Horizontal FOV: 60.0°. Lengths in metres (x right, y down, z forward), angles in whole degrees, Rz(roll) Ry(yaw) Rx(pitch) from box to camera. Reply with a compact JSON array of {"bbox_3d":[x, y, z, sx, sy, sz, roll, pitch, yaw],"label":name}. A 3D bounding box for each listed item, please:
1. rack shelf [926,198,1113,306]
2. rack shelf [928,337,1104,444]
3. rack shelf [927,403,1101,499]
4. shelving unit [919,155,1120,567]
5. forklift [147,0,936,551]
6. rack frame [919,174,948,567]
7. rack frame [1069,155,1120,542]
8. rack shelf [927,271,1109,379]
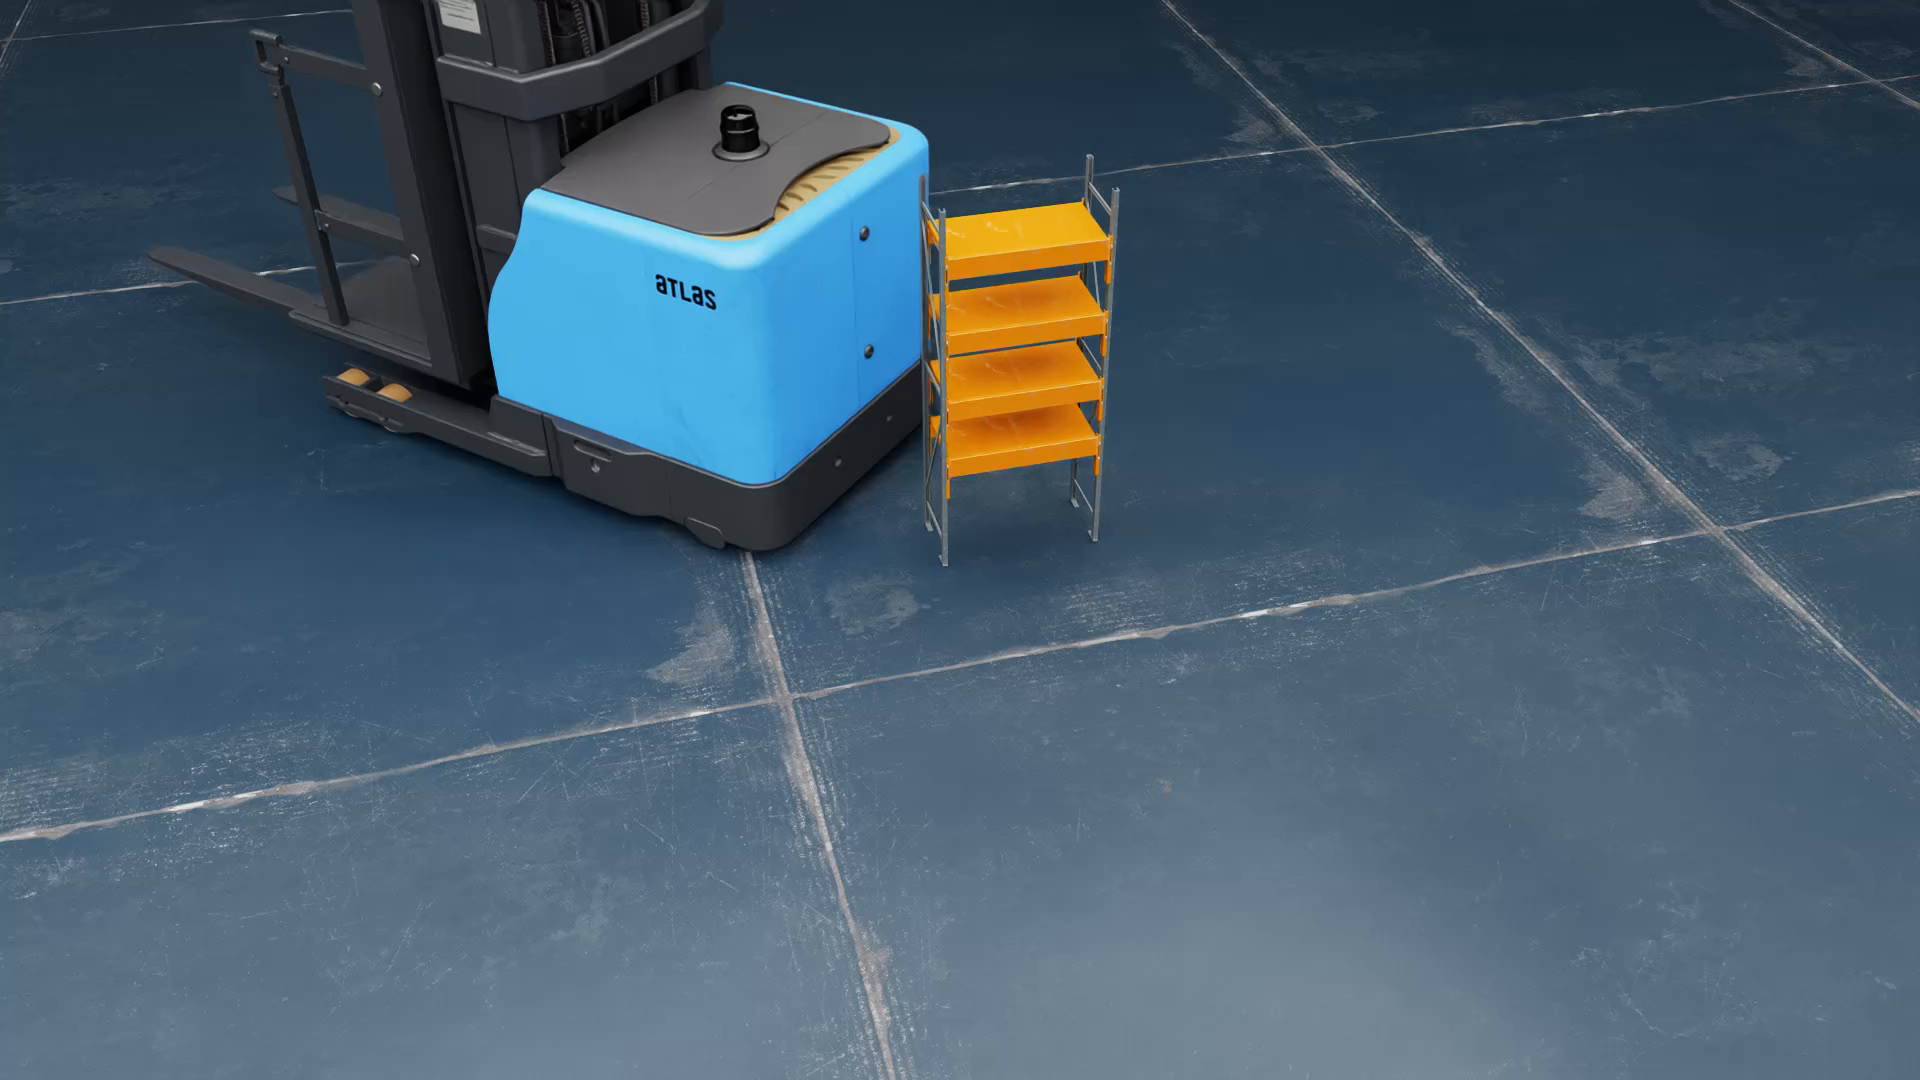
[{"bbox_3d":[0.160,-0.815,4.681,0.480,0.148,0.258,-9,38,-12],"label":"rack shelf"},{"bbox_3d":[0.160,-0.449,4.961,0.480,0.148,0.258,-9,38,-12],"label":"rack shelf"},{"bbox_3d":[0.160,-0.292,5.081,0.480,0.148,0.258,-9,38,-12],"label":"rack shelf"},{"bbox_3d":[0.160,-0.503,4.920,0.503,1.200,0.258,-9,38,-12],"label":"shelving unit"},{"bbox_3d":[-1.615,-1.789,5.176,3.031,2.935,1.130,20,42,24],"label":"forklift"},{"bbox_3d":[-0.076,-0.464,4.869,0.015,1.200,0.240,-9,38,-12],"label":"rack frame"},{"bbox_3d":[0.395,-0.541,4.970,0.015,1.200,0.240,-9,38,-12],"label":"rack frame"},{"bbox_3d":[0.160,-0.627,4.825,0.480,0.148,0.258,-9,38,-12],"label":"rack shelf"}]
